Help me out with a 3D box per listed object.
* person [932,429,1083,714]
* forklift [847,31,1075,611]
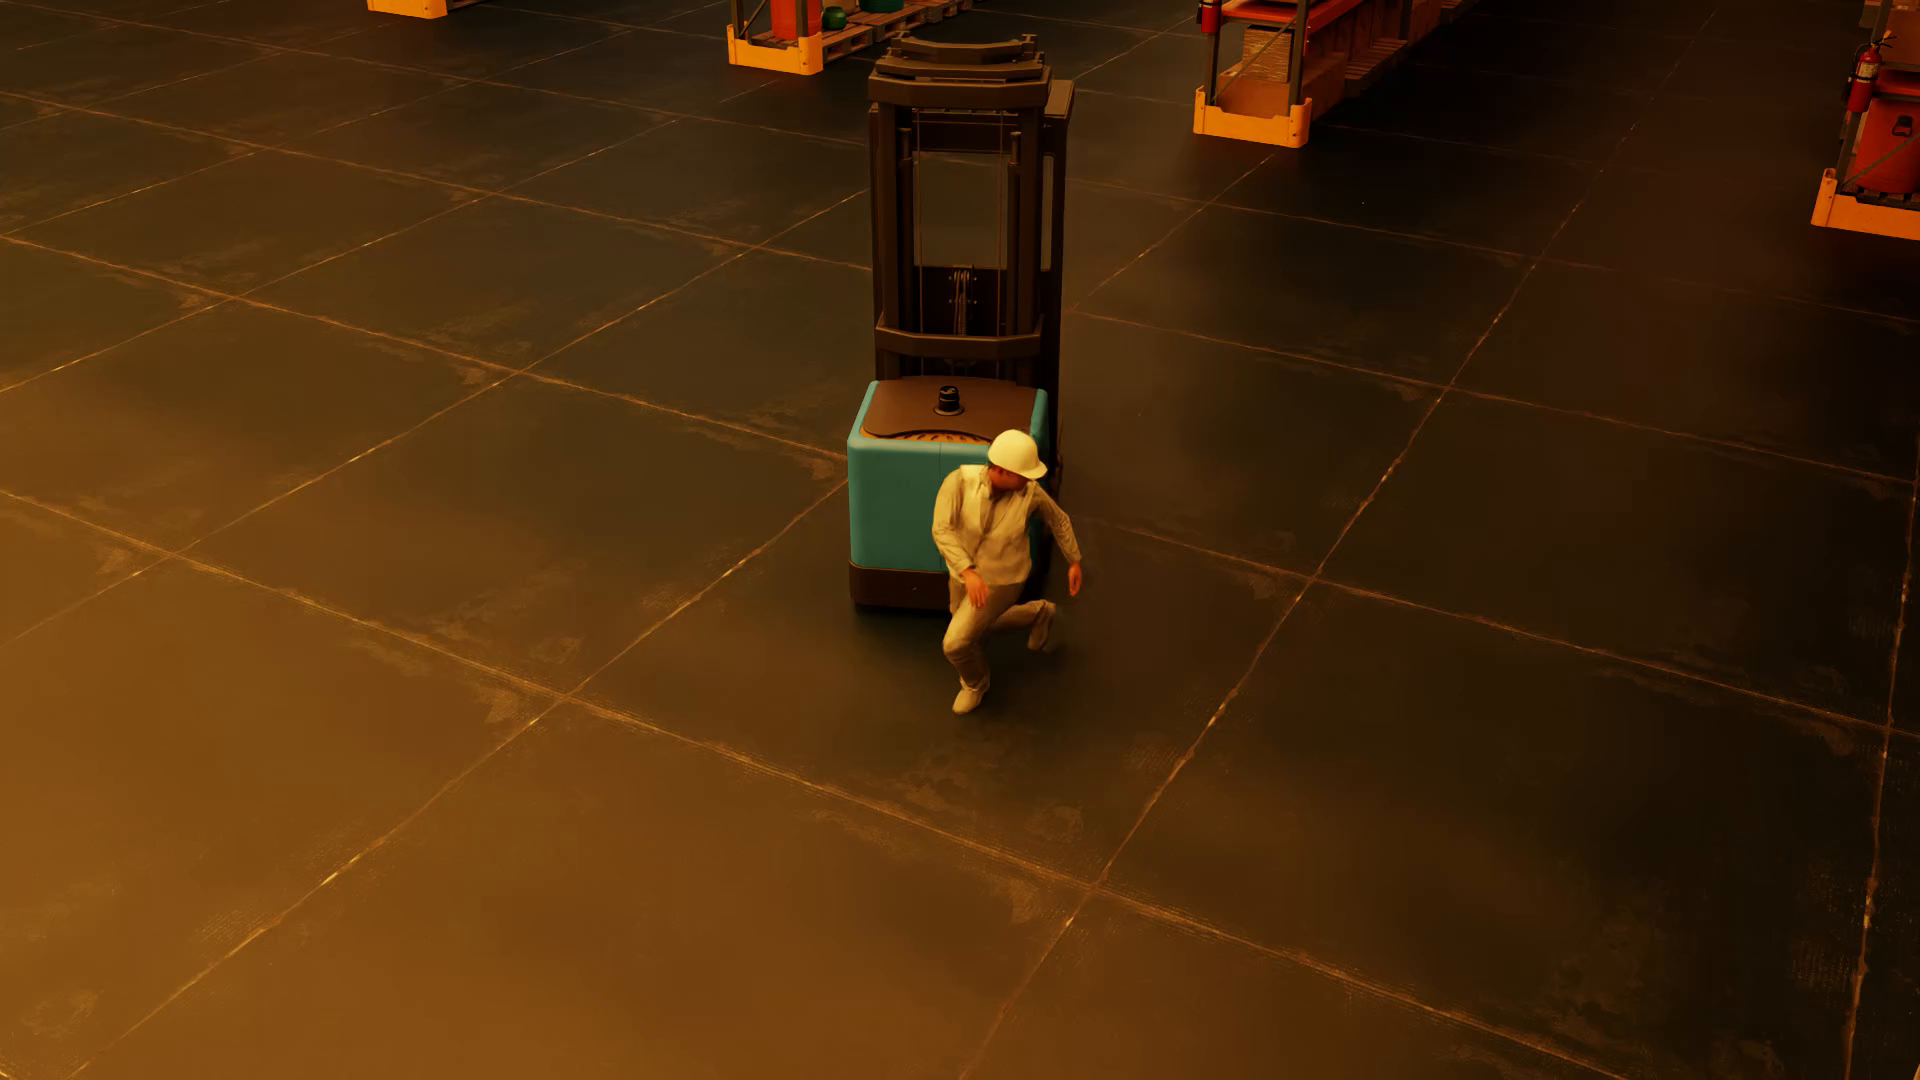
[{"bbox_3d":[0.228,0.105,8.327,0.632,1.547,0.880,19,35,29],"label":"person"},{"bbox_3d":[0.072,-1.572,9.794,1.130,2.935,3.031,3,30,6],"label":"forklift"}]
